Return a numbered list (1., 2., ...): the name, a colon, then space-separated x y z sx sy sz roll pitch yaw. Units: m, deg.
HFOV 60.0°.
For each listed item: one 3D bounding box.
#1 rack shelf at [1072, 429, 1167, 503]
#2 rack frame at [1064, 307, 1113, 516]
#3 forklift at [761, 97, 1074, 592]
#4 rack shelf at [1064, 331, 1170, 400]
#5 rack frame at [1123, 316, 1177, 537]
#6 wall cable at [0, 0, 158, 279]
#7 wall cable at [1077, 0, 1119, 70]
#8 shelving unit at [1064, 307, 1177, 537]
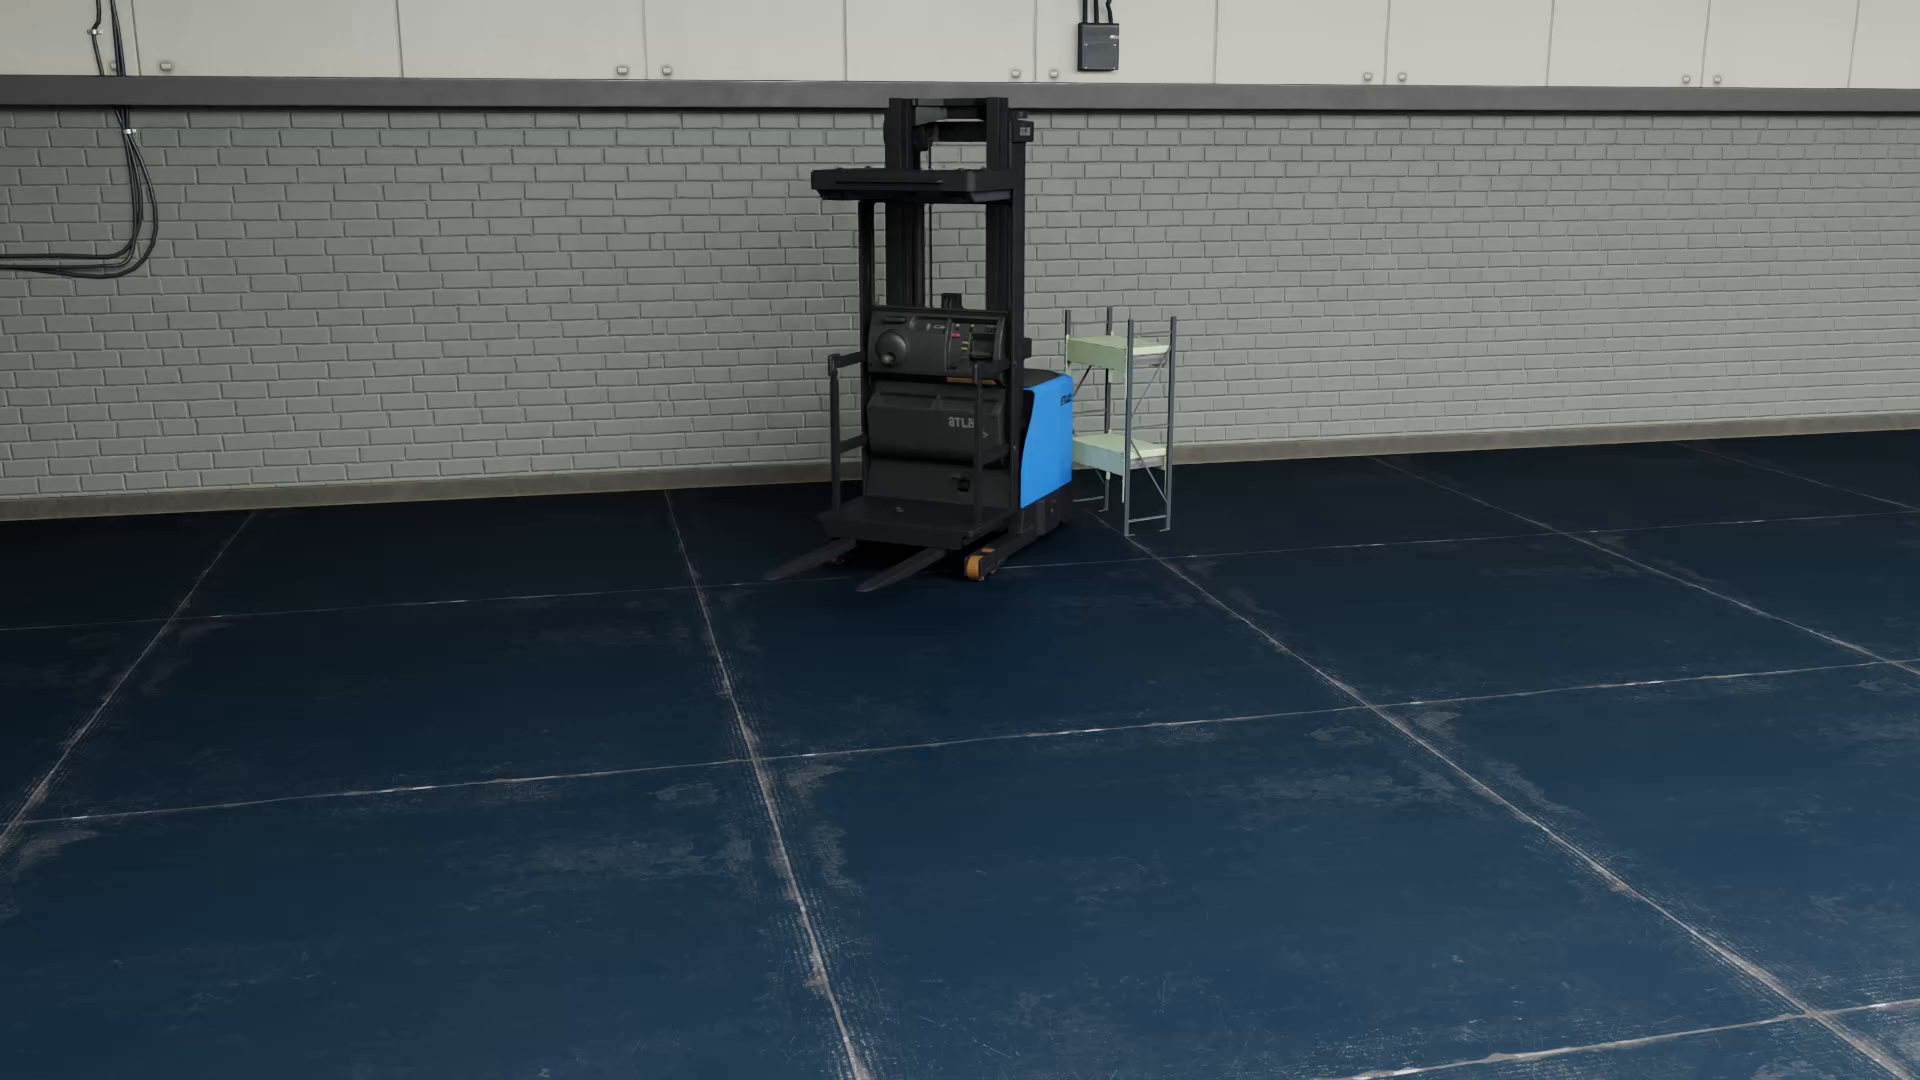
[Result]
1. rack shelf: 1.113 -0.534 11.827 0.431 0.370 0.720 -8 16 -30
2. rack frame: 0.922 -0.925 12.053 0.400 1.500 0.023 -8 16 -30
3. forklift: -0.238 -1.281 10.493 1.130 2.935 3.031 6 15 23
4. rack shelf: 1.113 -1.230 11.657 0.431 0.370 0.720 -8 16 -30
5. rack frame: 1.304 -0.777 11.446 0.400 1.500 0.023 -8 16 -30
6. wall cable: -7.171 -2.977 11.192 3.097 2.526 0.112 -3 14 -13
7. wall cable: 2.061 -6.663 12.571 2.305 6.003 0.169 -3 14 -13
8. shelving unit: 1.113 -0.851 11.750 0.431 1.500 0.755 -8 16 -30
